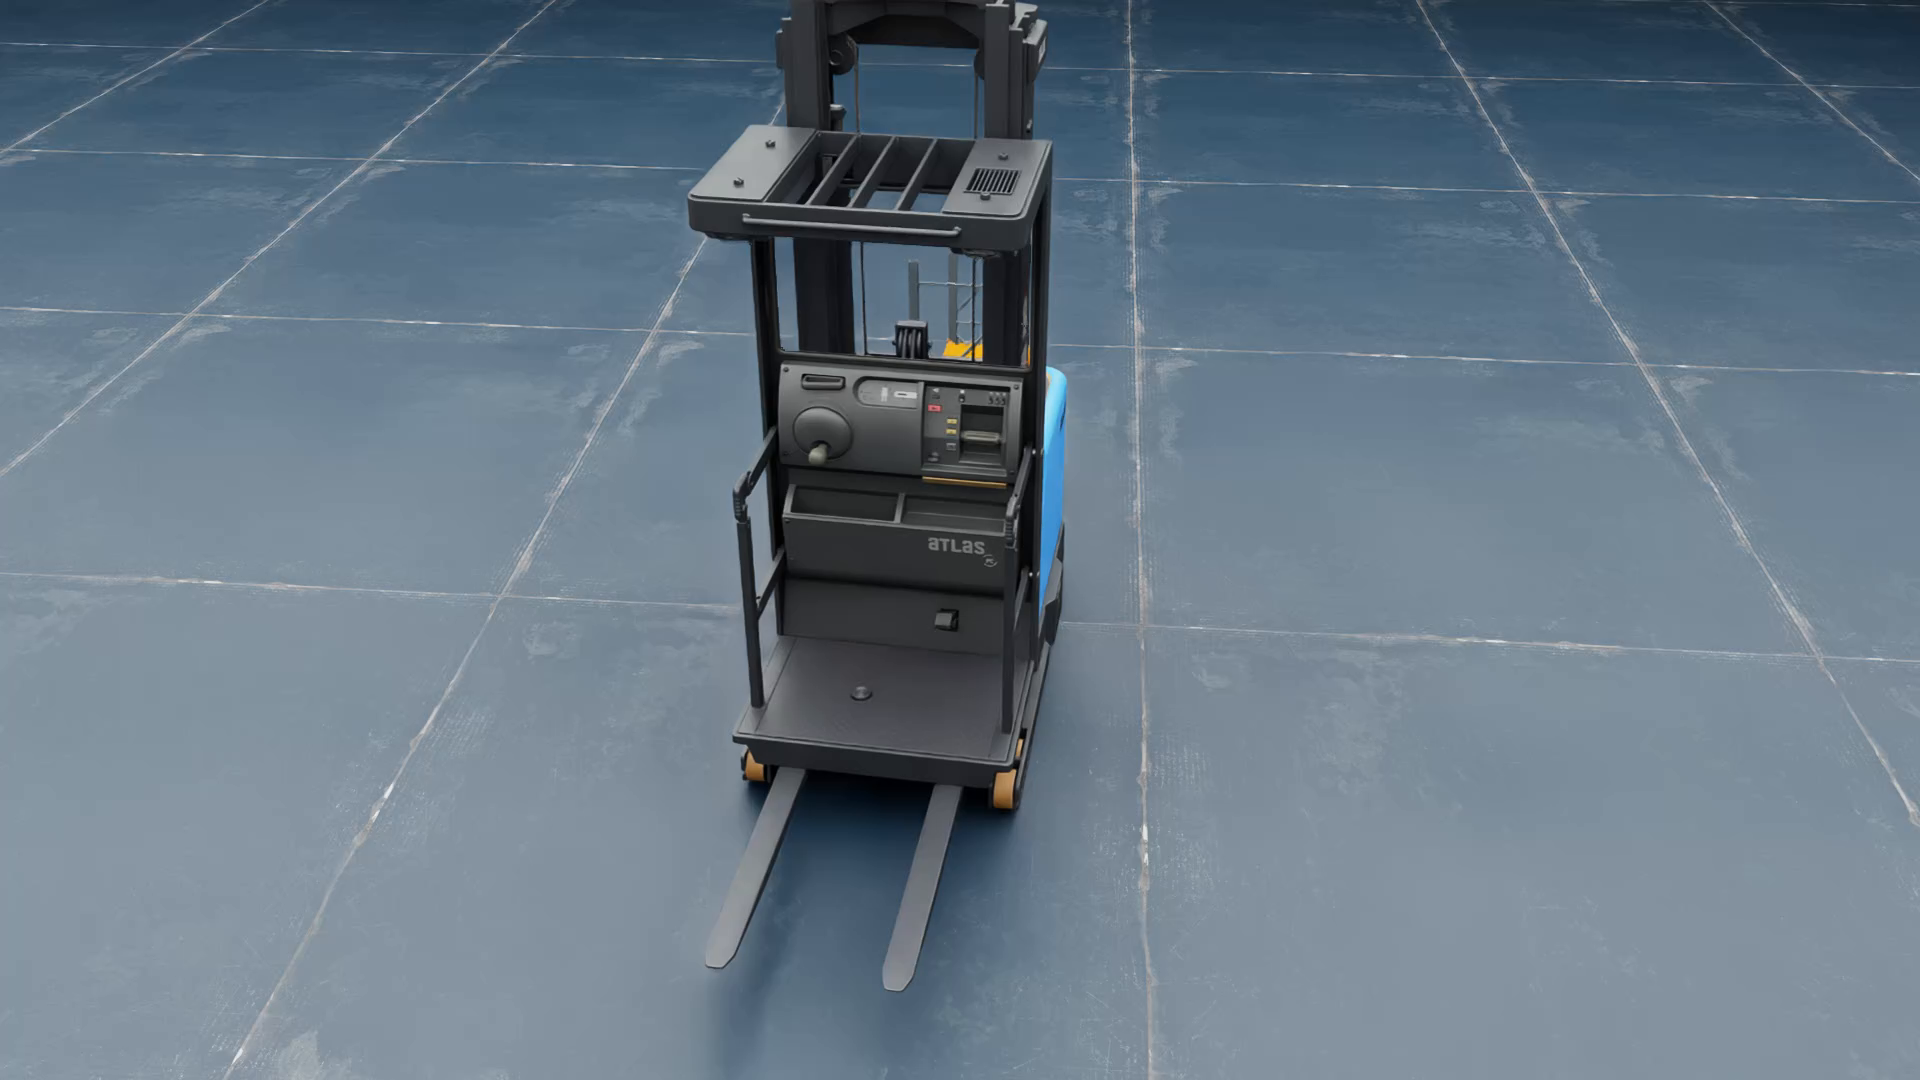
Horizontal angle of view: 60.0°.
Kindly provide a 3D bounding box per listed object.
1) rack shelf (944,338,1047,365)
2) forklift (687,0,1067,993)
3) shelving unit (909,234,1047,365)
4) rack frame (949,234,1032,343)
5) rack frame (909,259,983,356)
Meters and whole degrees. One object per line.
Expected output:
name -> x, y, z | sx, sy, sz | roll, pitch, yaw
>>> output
rack shelf -> 0.106, -0.699, 8.297 | 0.538, 0.185, 1.000 | 5, 32, 8
forklift -> -0.263, -0.395, 6.097 | 1.130, 2.935, 3.031 | 5, 32, 8
shelving unit -> 0.104, -0.847, 8.196 | 0.587, 1.500, 1.083 | 5, 32, 8
rack frame -> 0.191, -1.115, 8.630 | 0.500, 1.500, 0.032 | 5, 32, 8
rack frame -> 0.020, -0.589, 7.777 | 0.500, 1.500, 0.032 | 5, 32, 8
